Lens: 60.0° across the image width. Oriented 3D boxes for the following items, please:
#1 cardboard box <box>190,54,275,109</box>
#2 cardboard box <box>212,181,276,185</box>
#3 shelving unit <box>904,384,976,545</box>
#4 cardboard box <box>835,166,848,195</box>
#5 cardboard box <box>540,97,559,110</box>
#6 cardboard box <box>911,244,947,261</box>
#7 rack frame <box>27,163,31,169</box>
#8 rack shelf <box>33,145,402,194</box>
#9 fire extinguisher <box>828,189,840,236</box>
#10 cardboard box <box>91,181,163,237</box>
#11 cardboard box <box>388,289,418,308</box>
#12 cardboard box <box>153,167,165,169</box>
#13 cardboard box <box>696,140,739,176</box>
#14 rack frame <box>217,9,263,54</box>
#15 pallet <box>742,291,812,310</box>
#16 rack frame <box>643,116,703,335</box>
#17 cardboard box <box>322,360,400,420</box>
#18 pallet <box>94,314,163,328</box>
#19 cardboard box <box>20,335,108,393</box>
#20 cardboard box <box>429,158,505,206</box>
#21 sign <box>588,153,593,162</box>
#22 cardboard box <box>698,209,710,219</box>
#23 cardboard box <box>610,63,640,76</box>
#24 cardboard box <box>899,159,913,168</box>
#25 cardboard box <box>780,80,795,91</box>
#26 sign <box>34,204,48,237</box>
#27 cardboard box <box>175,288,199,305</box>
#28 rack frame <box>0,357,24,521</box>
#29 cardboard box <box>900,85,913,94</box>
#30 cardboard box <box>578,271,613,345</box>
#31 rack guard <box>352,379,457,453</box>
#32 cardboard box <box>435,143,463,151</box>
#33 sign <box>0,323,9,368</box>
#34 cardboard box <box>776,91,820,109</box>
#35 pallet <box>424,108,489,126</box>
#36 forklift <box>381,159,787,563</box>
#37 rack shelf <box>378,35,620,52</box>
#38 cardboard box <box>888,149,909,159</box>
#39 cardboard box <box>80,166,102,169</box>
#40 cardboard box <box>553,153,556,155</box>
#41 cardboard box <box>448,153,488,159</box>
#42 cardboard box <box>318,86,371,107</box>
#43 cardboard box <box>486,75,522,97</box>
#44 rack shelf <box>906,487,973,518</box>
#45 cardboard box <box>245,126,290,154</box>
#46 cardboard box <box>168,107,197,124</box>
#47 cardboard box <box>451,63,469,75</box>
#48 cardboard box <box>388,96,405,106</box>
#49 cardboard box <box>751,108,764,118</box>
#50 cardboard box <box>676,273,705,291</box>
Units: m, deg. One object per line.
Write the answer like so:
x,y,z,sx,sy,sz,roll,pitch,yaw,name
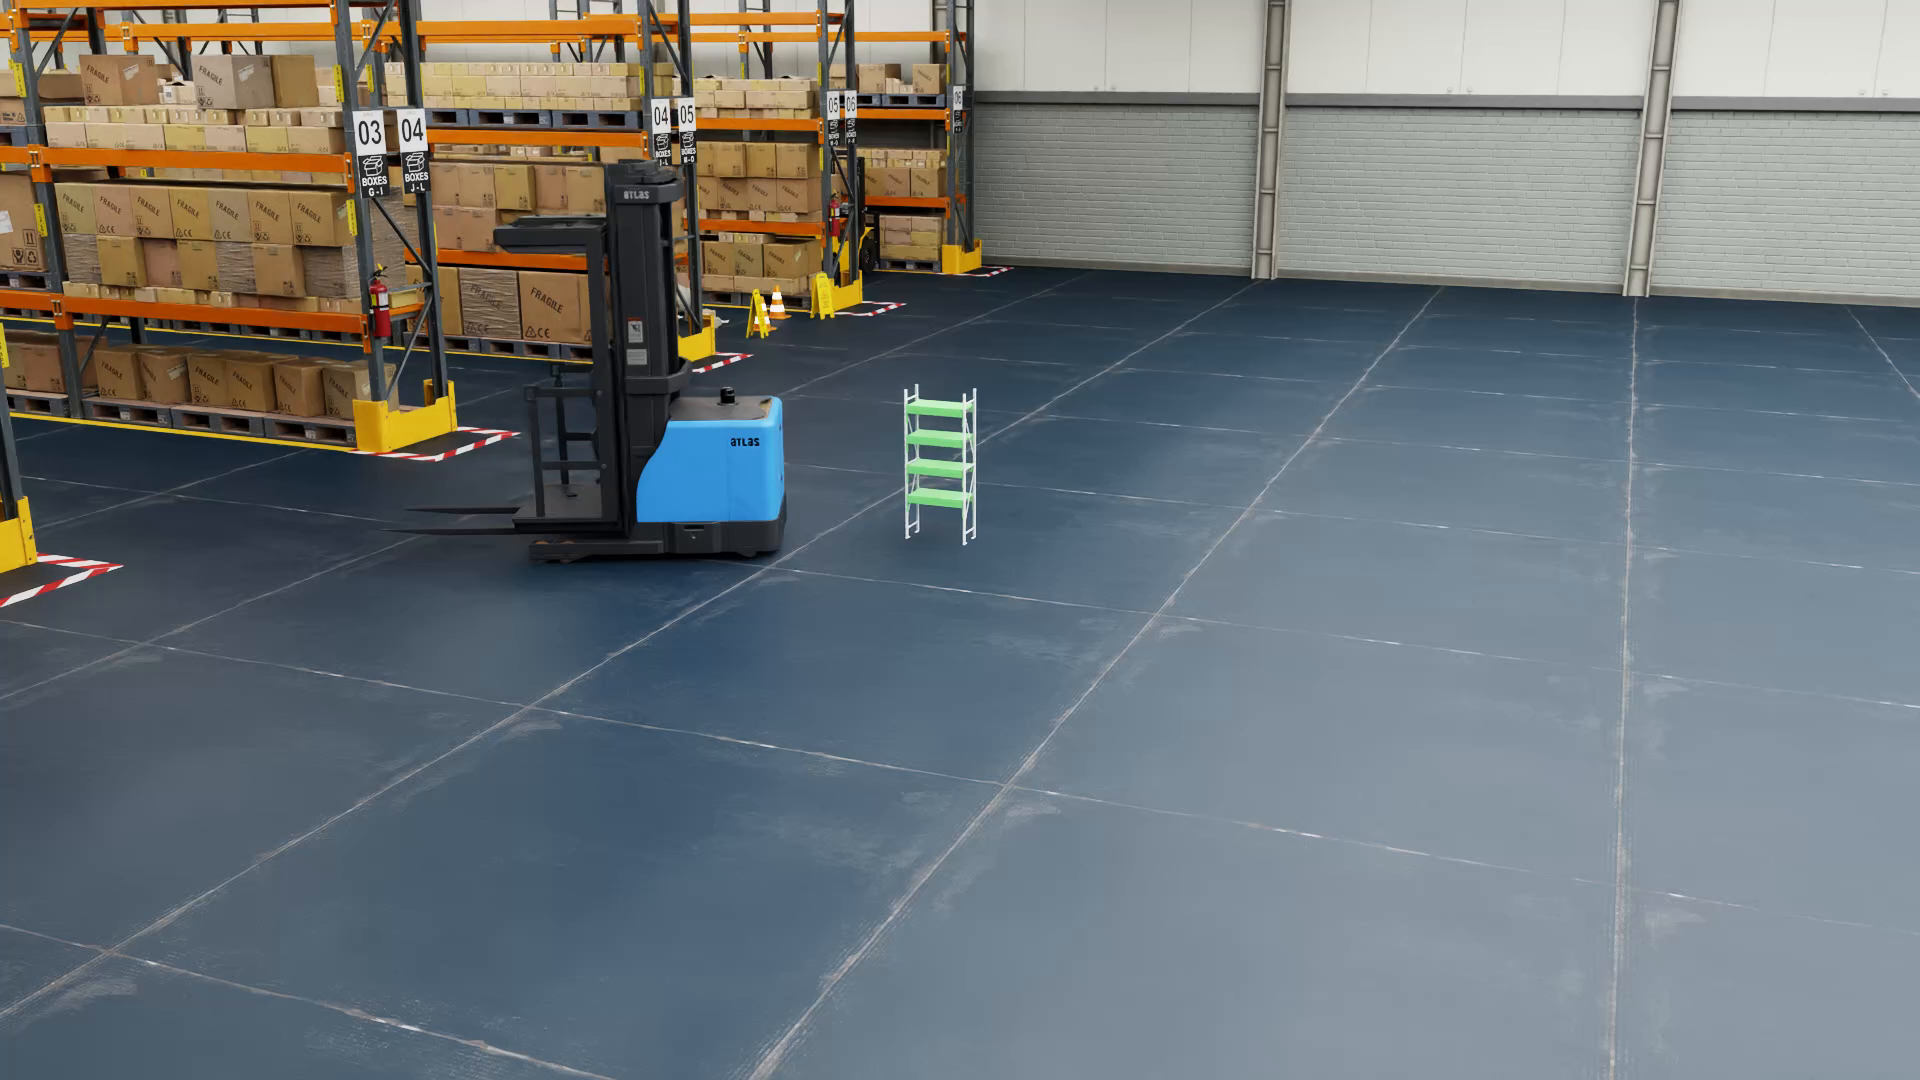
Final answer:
-6.977,-4.402,15.966,0.500,0.500,0.500,6,17,21,cardboard box
-7.250,-3.389,16.959,0.500,0.500,0.500,6,17,21,cardboard box
-0.154,-0.593,13.065,0.503,1.200,0.258,6,17,21,shelving unit
-1.971,-6.482,29.941,0.500,0.500,0.500,6,17,21,cardboard box
-4.909,-5.333,20.302,0.250,0.149,0.380,6,17,20,cardboard box
-0.542,-5.143,29.686,0.500,0.250,0.500,6,17,21,cardboard box
-16.691,-6.644,30.680,0.127,3.000,1.000,6,17,21,rack frame
-7.303,-3.737,16.576,4.000,0.370,1.077,6,17,21,rack shelf
-1.869,-4.839,24.601,0.183,0.674,0.296,6,17,21,fire extinguisher
-8.373,-3.355,16.843,0.500,0.500,0.500,6,17,21,cardboard box
-5.620,-2.408,16.537,0.250,0.149,0.380,6,17,21,cardboard box
-13.979,-6.794,29.223,0.500,0.500,0.500,6,17,20,cardboard box
-3.755,-5.840,25.405,0.500,0.500,0.700,6,17,20,cardboard box
-14.873,-10.813,34.279,0.127,3.000,1.000,6,17,21,rack frame
-2.620,-3.768,25.776,1.213,0.211,1.003,6,17,21,pallet
-3.529,-3.713,20.584,0.127,3.000,1.000,6,17,21,rack frame
-6.017,-1.507,16.714,0.500,0.500,0.500,10,19,31,cardboard box
-11.697,-3.273,24.069,1.213,0.211,1.003,6,17,21,pallet
-9.727,-1.926,18.121,0.500,0.500,0.700,5,17,16,cardboard box
-6.365,-4.640,21.572,0.550,0.550,0.875,6,17,21,cardboard box
-5.728,-5.828,25.793,0.005,0.325,0.100,6,17,21,sign
-3.921,-5.029,25.566,0.250,0.149,0.380,6,17,20,cardboard box
-3.967,-5.612,19.833,0.250,0.149,0.380,6,17,21,cardboard box
-0.882,-6.678,29.455,0.250,0.149,0.380,7,17,22,cardboard box
-2.455,-6.705,24.528,0.250,0.149,0.380,7,17,22,cardboard box
-9.364,-3.258,16.940,0.005,0.325,0.100,6,17,21,sign
-7.674,-2.476,16.772,0.250,0.149,0.380,6,17,21,cardboard box
-7.260,-1.153,11.764,0.127,3.000,1.000,6,17,21,rack frame
-0.871,-7.871,29.043,0.250,0.149,0.380,6,17,19,cardboard box
-4.184,-2.947,21.002,0.875,0.875,0.875,6,17,21,cardboard box
-5.513,-1.245,16.564,0.348,0.500,1.175,6,17,21,rack guard
-10.302,-7.612,33.081,0.500,0.500,0.700,6,17,21,cardboard box
-7.054,-1.428,12.215,0.005,0.325,0.100,6,17,21,sign
-2.381,-6.501,24.543,0.500,0.250,0.500,6,17,20,cardboard box
-6.492,-5.434,21.290,1.213,0.211,1.003,6,17,21,pallet
-2.904,-1.381,12.675,3.031,2.935,1.130,-1,16,-2,forklift
-7.388,-7.965,26.476,4.000,0.370,1.077,6,17,21,rack shelf
-1.098,-6.861,29.551,0.250,0.149,0.380,6,17,21,cardboard box
-15.402,-6.467,29.892,0.500,0.500,0.500,6,17,20,cardboard box
-6.779,-6.037,27.121,0.500,0.500,0.500,6,17,20,cardboard box
-7.931,-6.008,27.023,0.500,0.500,0.500,7,17,22,cardboard box
-7.966,-5.771,21.630,0.500,0.250,0.500,6,17,21,cardboard box
-5.487,-5.607,20.529,0.500,0.250,0.500,6,17,21,cardboard box
-0.154,-0.301,13.149,0.480,0.148,0.258,6,17,21,rack shelf
-6.450,-3.840,15.908,0.500,0.250,0.500,6,17,21,cardboard box
-7.495,-4.152,16.270,0.250,0.149,0.380,7,18,22,cardboard box
-6.087,-5.846,20.638,0.250,0.149,0.380,6,17,21,cardboard box
-7.036,-5.567,21.106,0.250,0.149,0.380,6,17,20,cardboard box
-2.930,-6.387,24.866,0.250,0.149,0.380,6,17,21,cardboard box
-4.082,-4.062,25.965,0.500,0.250,0.500,6,17,20,cardboard box
